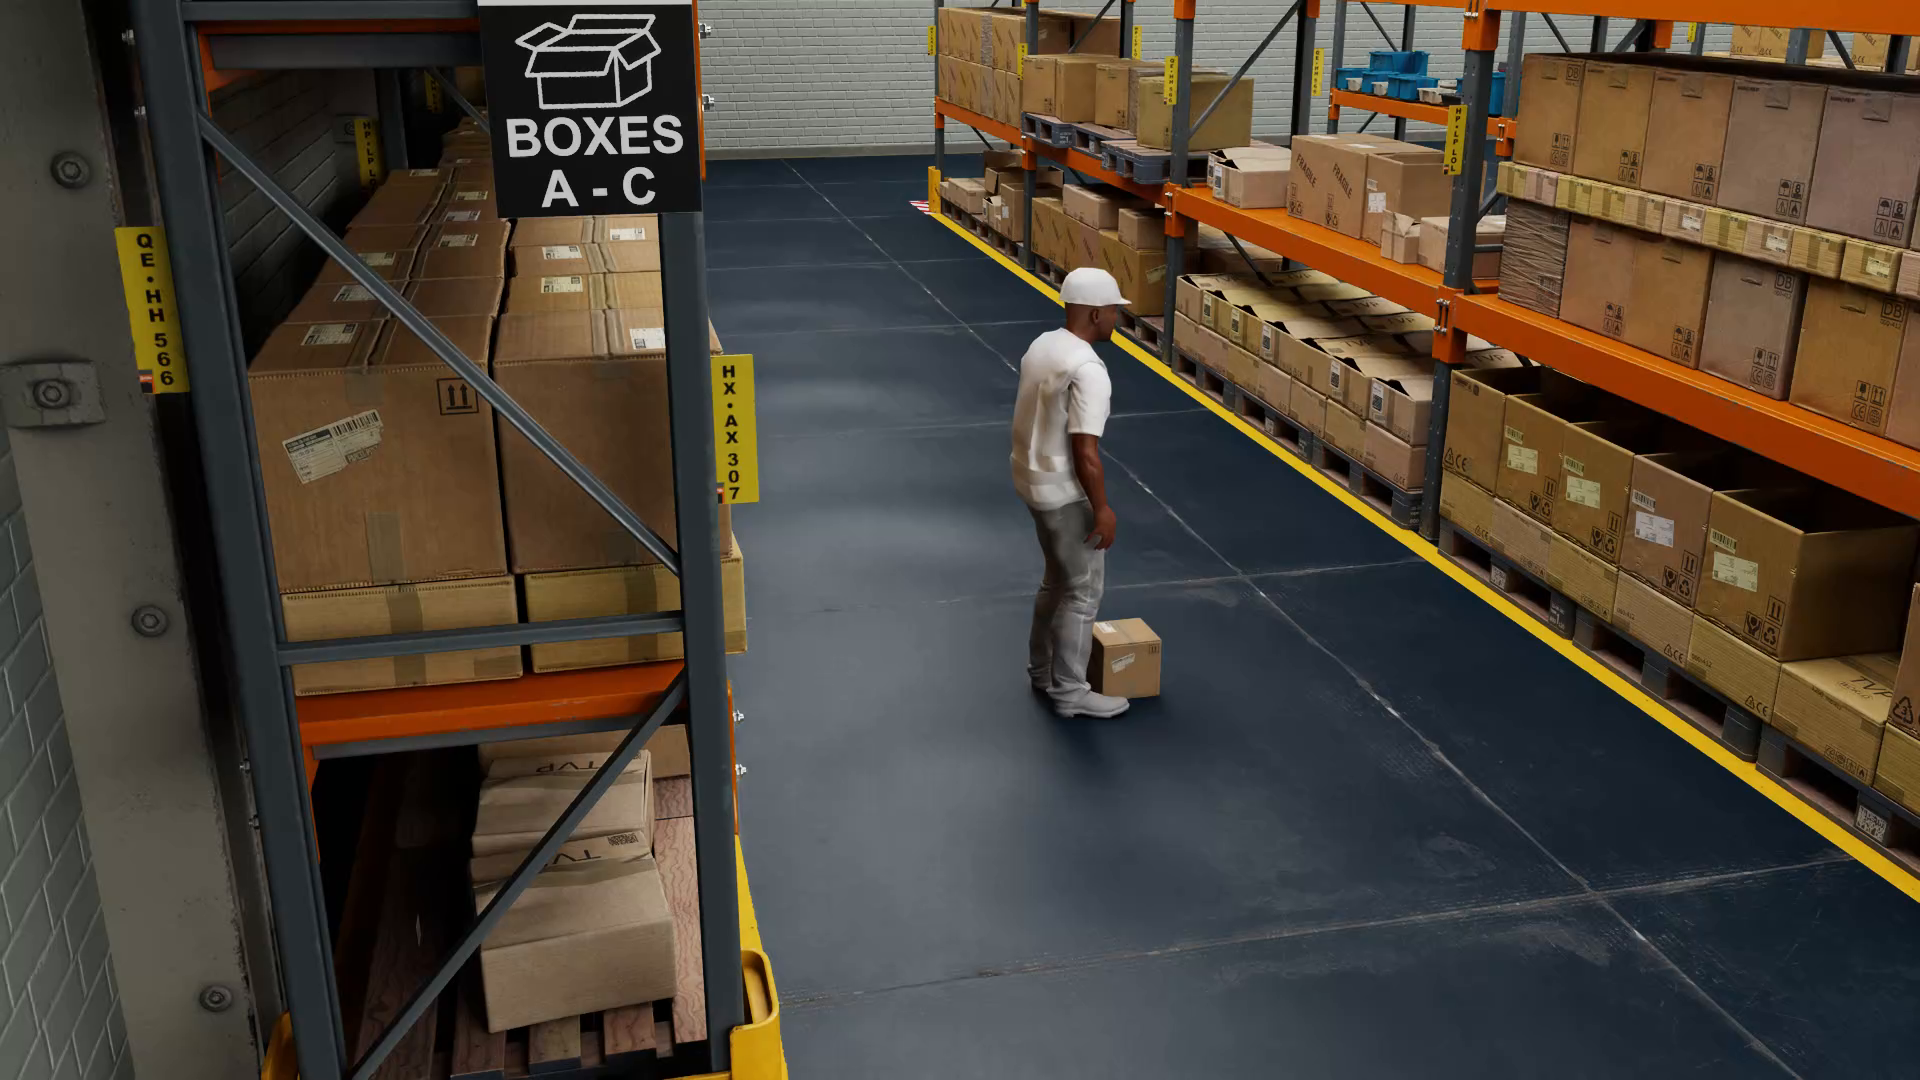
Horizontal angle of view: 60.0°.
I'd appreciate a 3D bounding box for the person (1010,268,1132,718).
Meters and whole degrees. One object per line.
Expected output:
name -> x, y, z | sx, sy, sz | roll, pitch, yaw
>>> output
person -> 0.446, -0.198, 6.604 | 0.459, 1.759, 0.634 | -6, 20, -16
